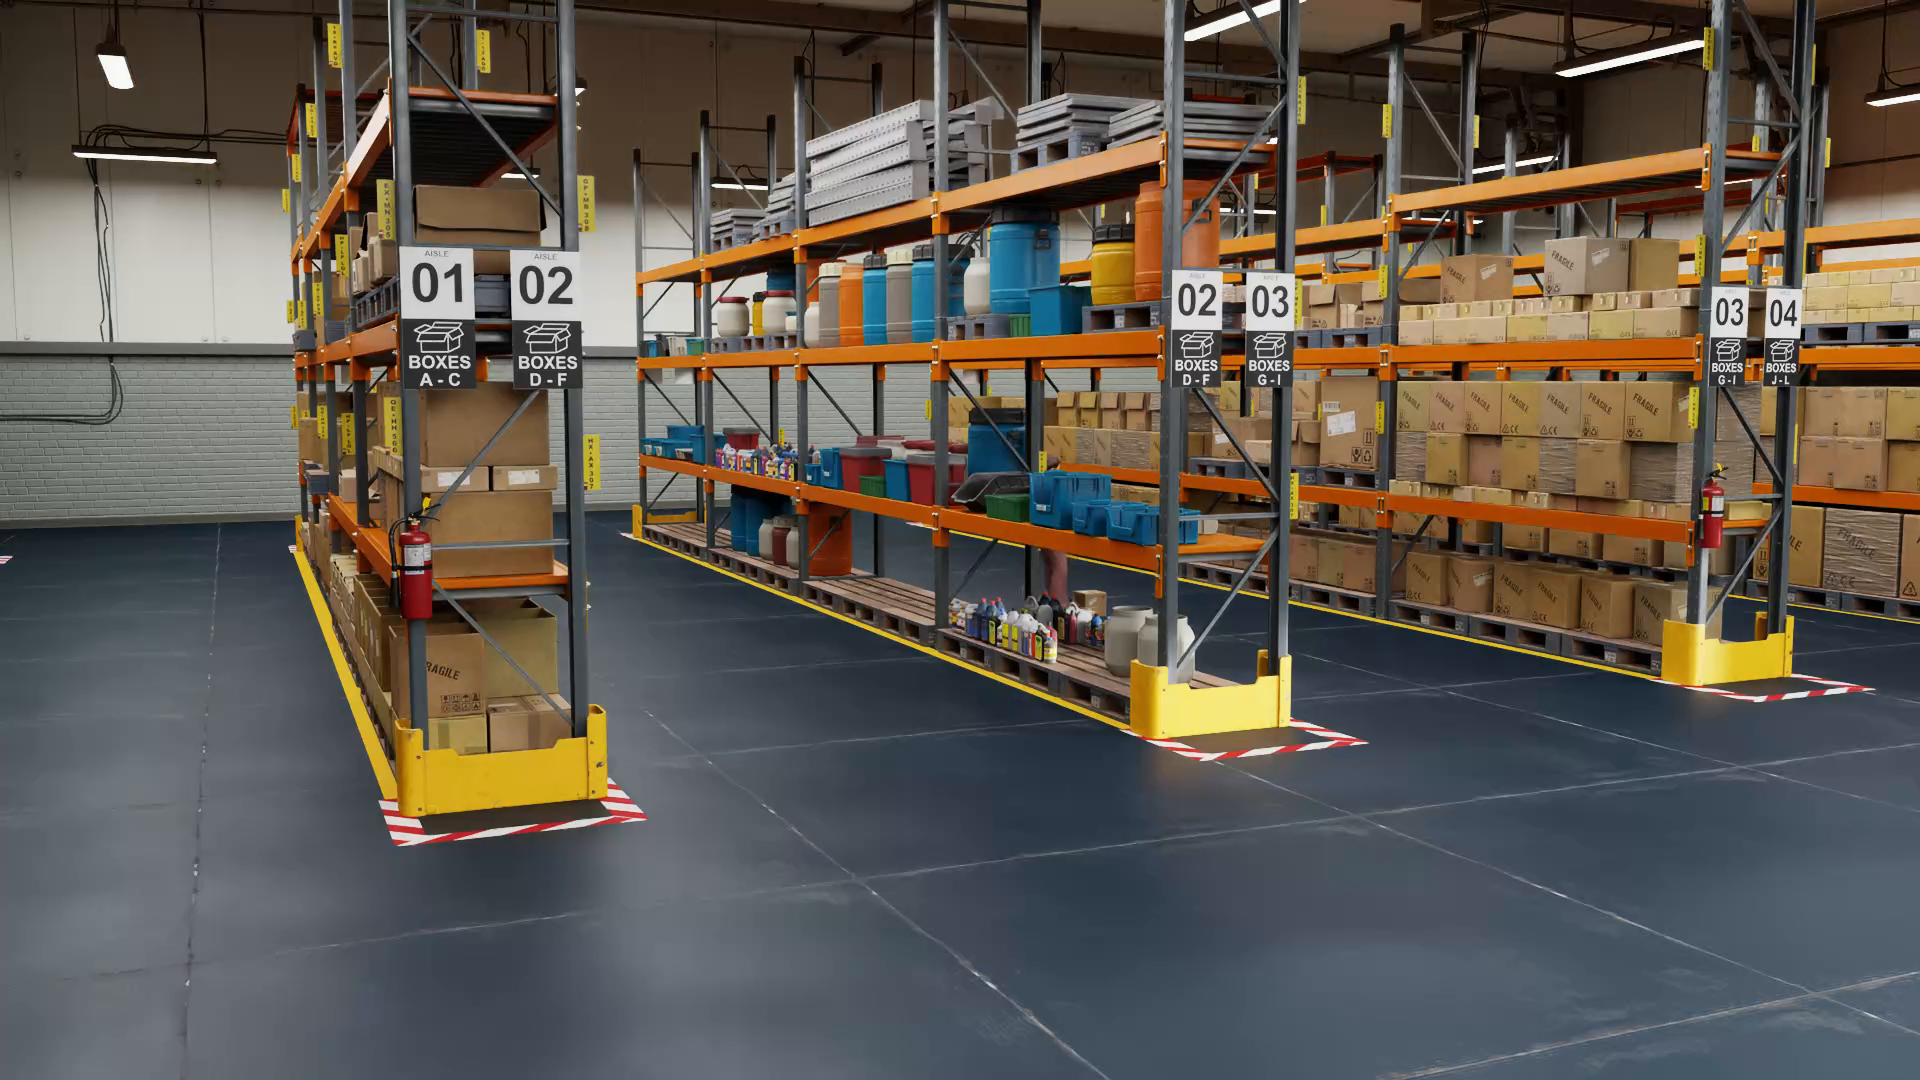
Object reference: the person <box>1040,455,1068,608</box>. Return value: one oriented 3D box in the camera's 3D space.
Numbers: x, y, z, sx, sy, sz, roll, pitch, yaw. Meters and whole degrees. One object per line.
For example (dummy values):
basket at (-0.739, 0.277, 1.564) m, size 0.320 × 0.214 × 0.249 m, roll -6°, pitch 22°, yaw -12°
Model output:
person at (0.986, -0.022, 17.215) m, size 0.496 × 1.723 × 0.503 m, roll -2°, pitch 6°, yaw -17°
